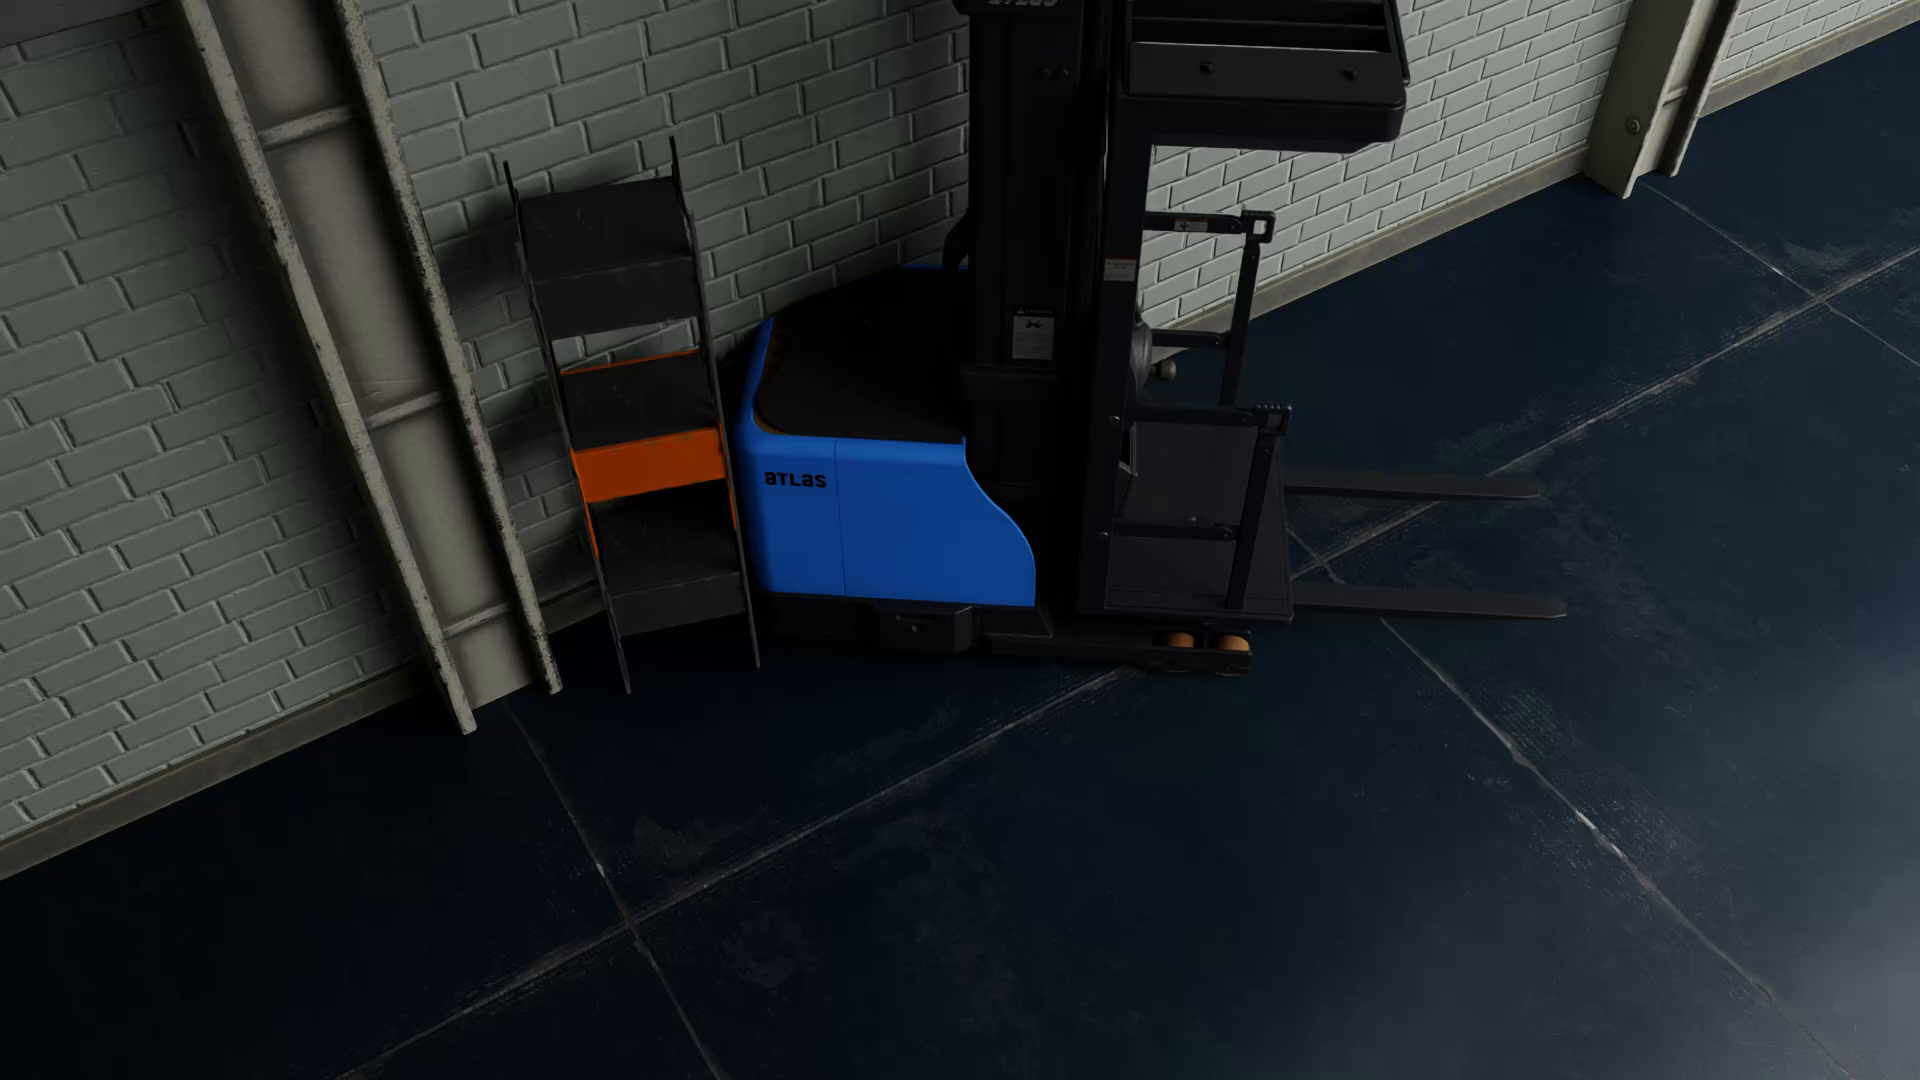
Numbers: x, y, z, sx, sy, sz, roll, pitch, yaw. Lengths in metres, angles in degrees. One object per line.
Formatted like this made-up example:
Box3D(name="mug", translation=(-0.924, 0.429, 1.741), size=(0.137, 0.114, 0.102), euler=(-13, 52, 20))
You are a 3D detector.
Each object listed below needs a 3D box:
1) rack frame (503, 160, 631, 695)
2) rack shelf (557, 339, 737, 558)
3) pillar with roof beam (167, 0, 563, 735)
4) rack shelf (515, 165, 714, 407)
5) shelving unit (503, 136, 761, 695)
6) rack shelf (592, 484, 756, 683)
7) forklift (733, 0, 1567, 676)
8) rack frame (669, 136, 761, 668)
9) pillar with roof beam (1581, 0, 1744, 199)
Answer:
Box3D(name="rack frame", translation=(-1.282, -0.269, 5.528), size=(0.015, 2.100, 0.400), euler=(-11, 49, -10))
Box3D(name="rack shelf", translation=(-1.046, -0.306, 5.580), size=(0.480, 0.518, 0.431), euler=(-11, 49, -10))
Box3D(name="pillar with roof beam", translation=(0.570, 0.263, 0.435), size=(0.400, 9.000, 9.100), euler=(-25, 53, -21))
Box3D(name="rack shelf", translation=(-1.046, -0.772, 5.057), size=(0.480, 0.518, 0.431), euler=(-11, 49, -10))
Box3D(name="shelving unit", translation=(-1.046, -0.315, 5.570), size=(0.503, 2.100, 0.431), euler=(-11, 49, -10))
Box3D(name="rack shelf", translation=(-1.046, 0.159, 6.103), size=(0.480, 0.518, 0.431), euler=(-11, 49, -10))
Box3D(name="forklift", translation=(0.760, -0.879, 5.516), size=(3.031, 2.935, 1.130), euler=(3, 48, 3))
Box3D(name="rack frame", translation=(-0.810, -0.362, 5.611), size=(0.015, 2.100, 0.400), euler=(-11, 49, -10))
Box3D(name="pillar with roof beam", translation=(5.644, -2.128, 2.564), size=(0.400, 9.000, 9.100), euler=(-25, 53, -21))
